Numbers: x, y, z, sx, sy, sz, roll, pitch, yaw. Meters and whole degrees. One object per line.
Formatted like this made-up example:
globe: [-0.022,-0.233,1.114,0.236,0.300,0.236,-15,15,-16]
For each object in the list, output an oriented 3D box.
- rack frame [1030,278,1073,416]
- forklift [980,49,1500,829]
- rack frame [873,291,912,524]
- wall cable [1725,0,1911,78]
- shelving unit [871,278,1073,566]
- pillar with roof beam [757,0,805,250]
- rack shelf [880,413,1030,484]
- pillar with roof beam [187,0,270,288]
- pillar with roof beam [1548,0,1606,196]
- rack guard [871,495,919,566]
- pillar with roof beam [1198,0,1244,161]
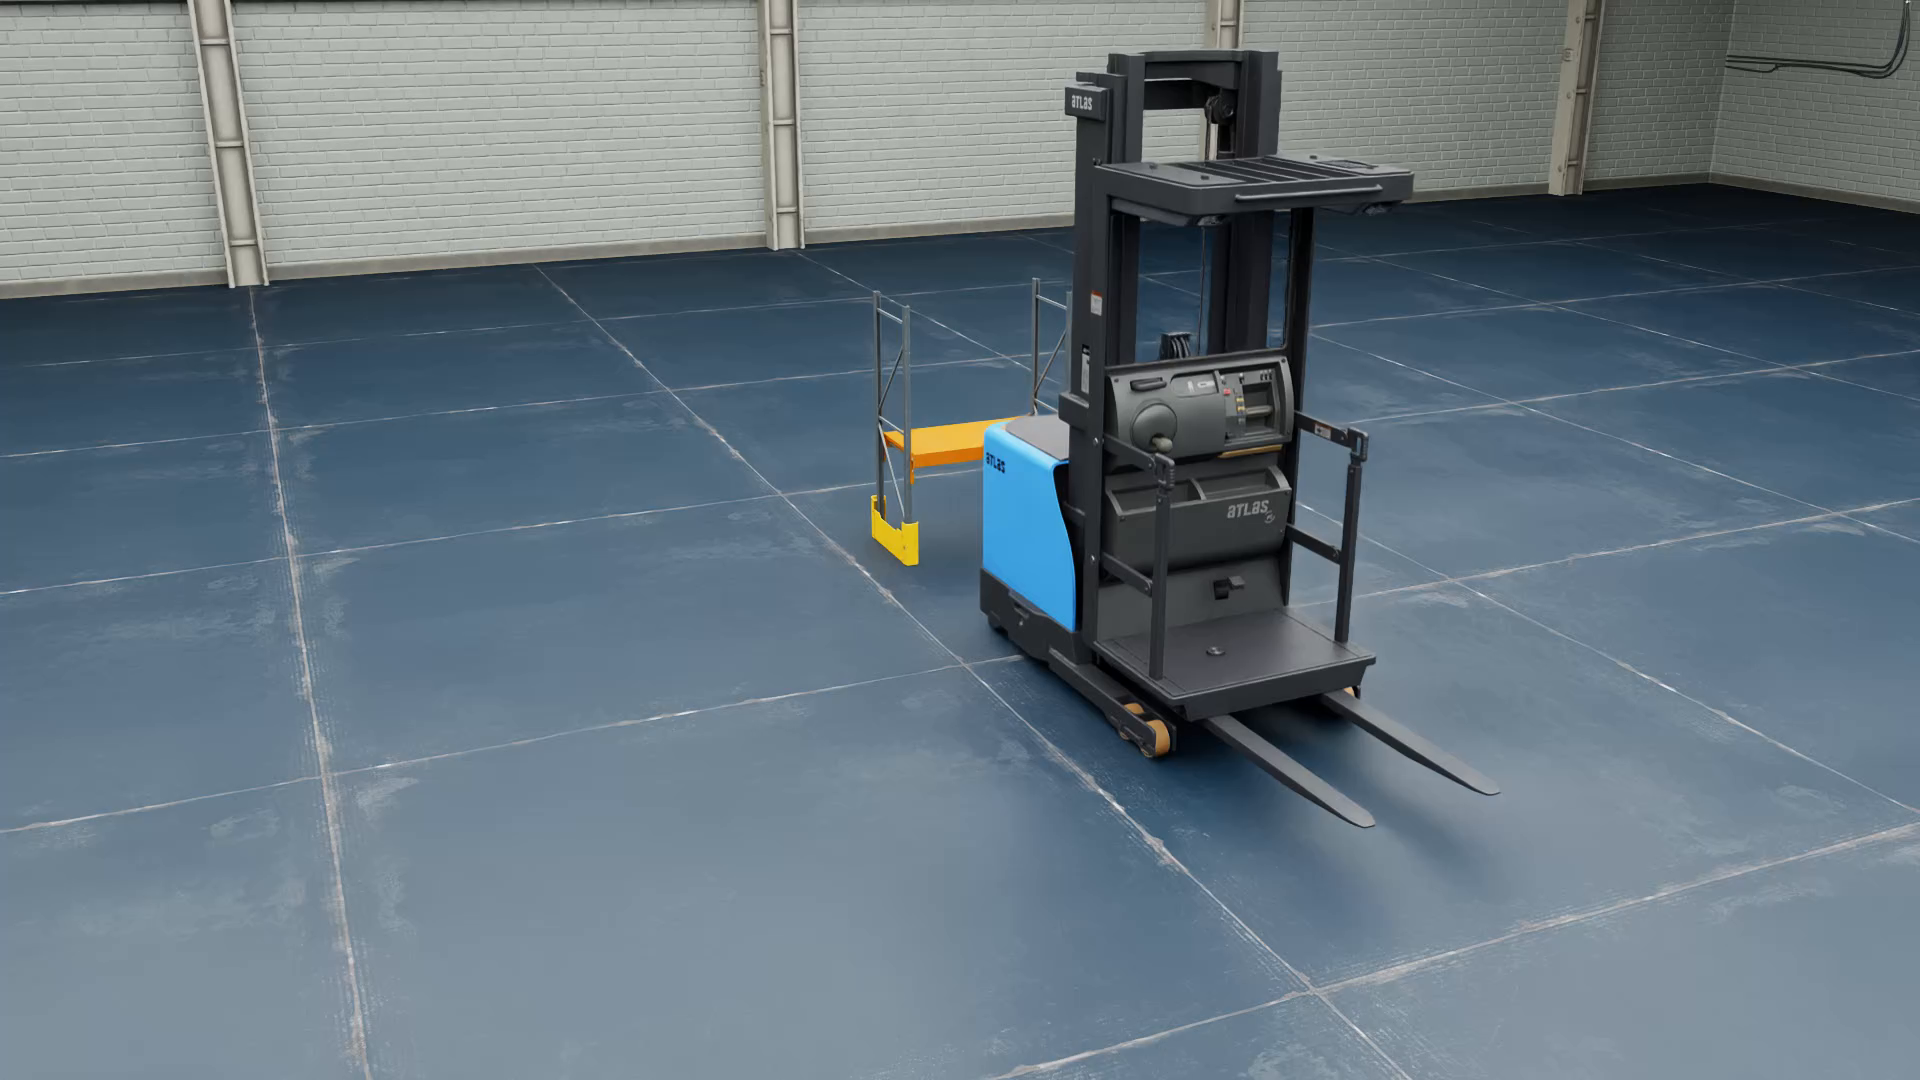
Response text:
rack frame: [0.545,-0.786,9.995,0.032,1.500,0.500,-8,21,-22]
forklift: [1.185,-0.590,7.285,1.130,2.935,3.031,-9,21,-24]
rack frame: [-0.388,-0.652,9.615,0.032,1.500,0.500,-8,21,-22]
wall cable: [12.144,-7.873,23.507,0.112,2.526,3.097,-8,21,-22]
shelving unit: [0.070,-0.717,9.801,1.083,1.500,0.587,-8,21,-22]
pillar with roof beam: [-0.398,-6.462,14.824,0.400,9.000,9.100,-8,21,-22]
rack shelf: [0.078,-0.549,9.865,1.000,0.185,0.538,-8,21,-22]
pillar with roof beam: [-5.907,-5.672,12.583,0.400,9.000,9.100,-8,21,-22]
pillar with roof beam: [10.621,-8.040,19.308,0.400,9.000,9.100,-8,21,-22]
rack guard: [-0.387,-0.062,9.823,0.087,0.250,0.587,-8,21,-22]
pillar with roof beam: [5.111,-7.251,17.066,0.400,9.000,9.100,-8,21,-22]
